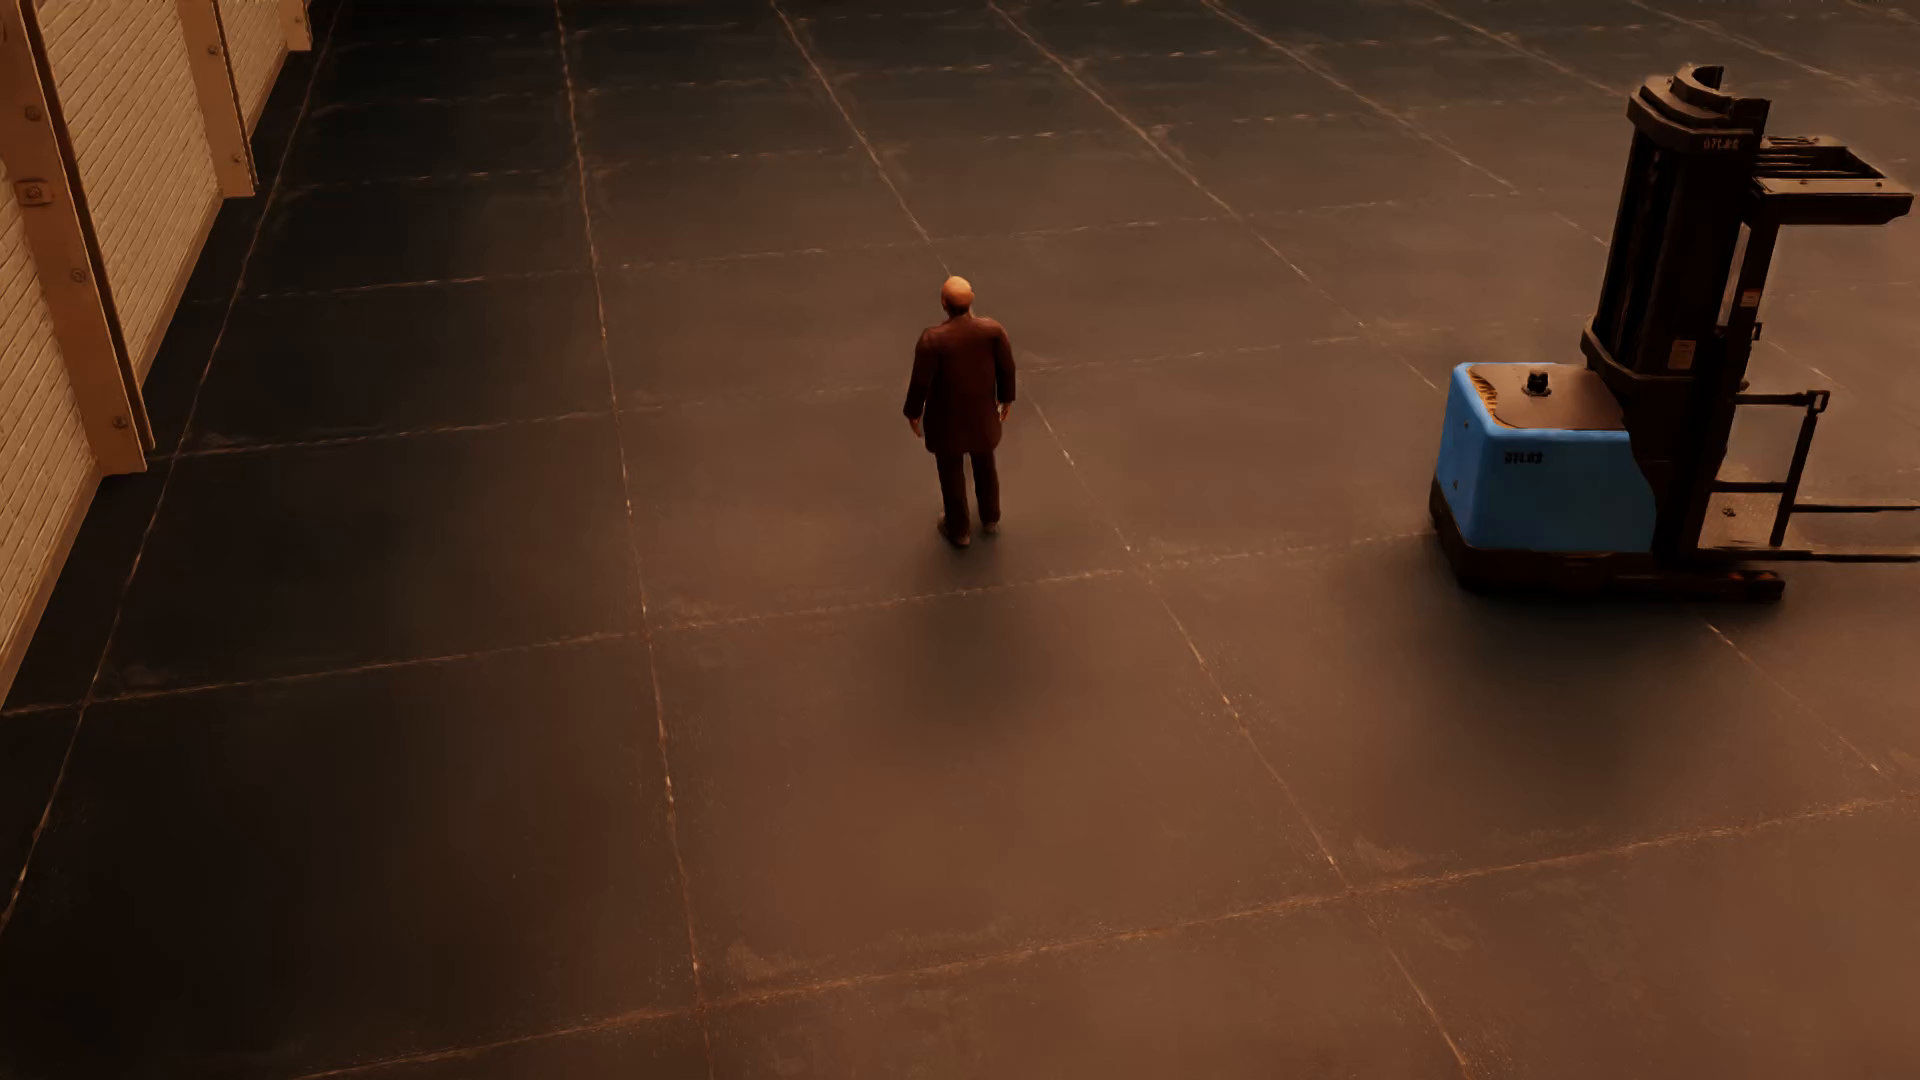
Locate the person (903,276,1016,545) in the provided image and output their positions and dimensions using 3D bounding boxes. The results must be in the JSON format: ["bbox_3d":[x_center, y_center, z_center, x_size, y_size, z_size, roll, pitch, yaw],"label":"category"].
[{"bbox_3d":[-0.017,-0.821,10.129,0.694,1.776,0.580,-7,31,-12],"label":"person"}]

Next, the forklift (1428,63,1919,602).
[{"bbox_3d":[4.518,-1.175,9.605,3.031,2.935,1.130,1,30,2],"label":"forklift"}]
